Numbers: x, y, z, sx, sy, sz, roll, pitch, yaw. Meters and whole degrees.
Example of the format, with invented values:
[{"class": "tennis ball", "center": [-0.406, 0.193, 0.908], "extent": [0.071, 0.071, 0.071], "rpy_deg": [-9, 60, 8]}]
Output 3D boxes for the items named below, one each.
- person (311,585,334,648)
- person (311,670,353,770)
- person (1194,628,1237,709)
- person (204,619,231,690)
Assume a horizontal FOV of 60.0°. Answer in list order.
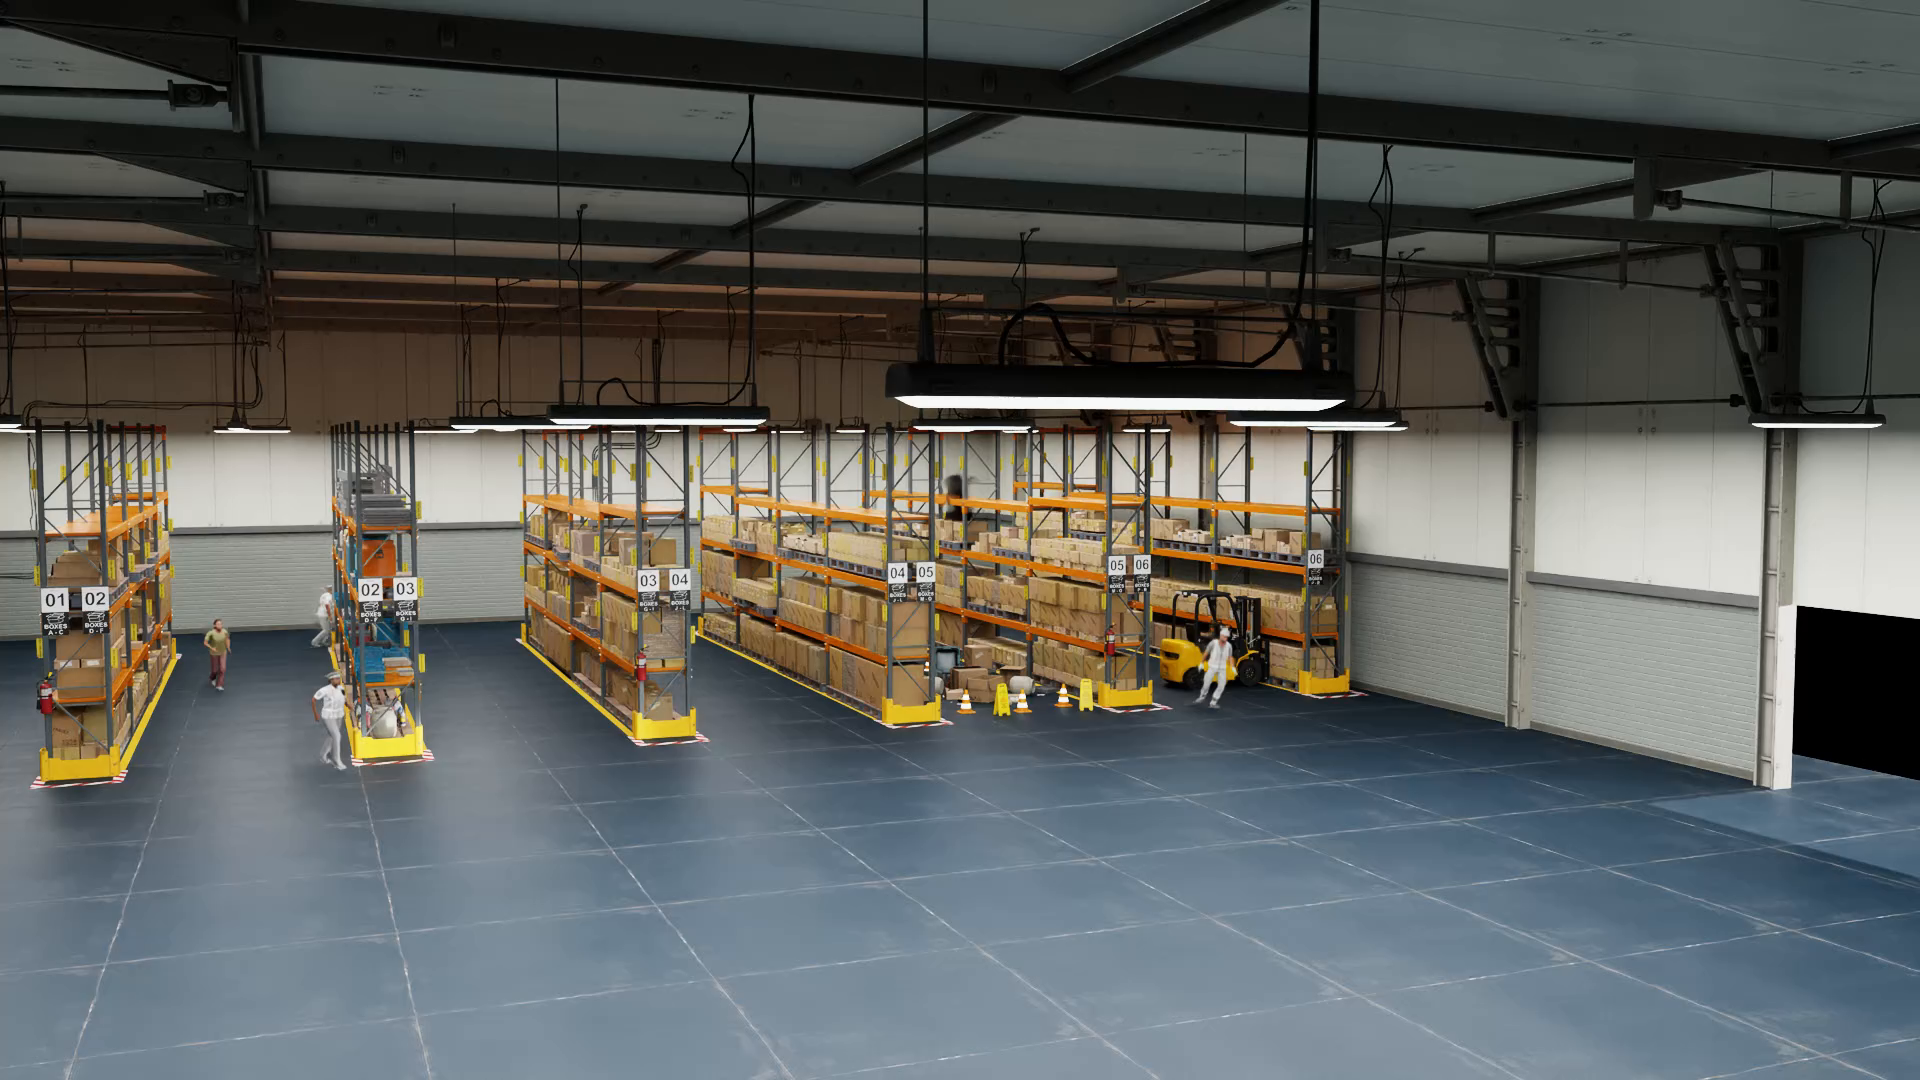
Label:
[{"class": "person", "center": [-17.323, 2.070, 45.185], "extent": [0.705, 1.687, 0.653], "rpy_deg": [-3, 4, -36]}, {"class": "person", "center": [-10.840, 3.088, 28.702], "extent": [0.813, 1.701, 0.588], "rpy_deg": [2, 4, 26]}, {"class": "person", "center": [5.366, 2.682, 34.859], "extent": [0.826, 1.700, 0.694], "rpy_deg": [-1, 4, -8]}, {"class": "person", "center": [-16.797, 2.577, 37.595], "extent": [0.577, 1.617, 0.720], "rpy_deg": [-3, 4, -36]}]
